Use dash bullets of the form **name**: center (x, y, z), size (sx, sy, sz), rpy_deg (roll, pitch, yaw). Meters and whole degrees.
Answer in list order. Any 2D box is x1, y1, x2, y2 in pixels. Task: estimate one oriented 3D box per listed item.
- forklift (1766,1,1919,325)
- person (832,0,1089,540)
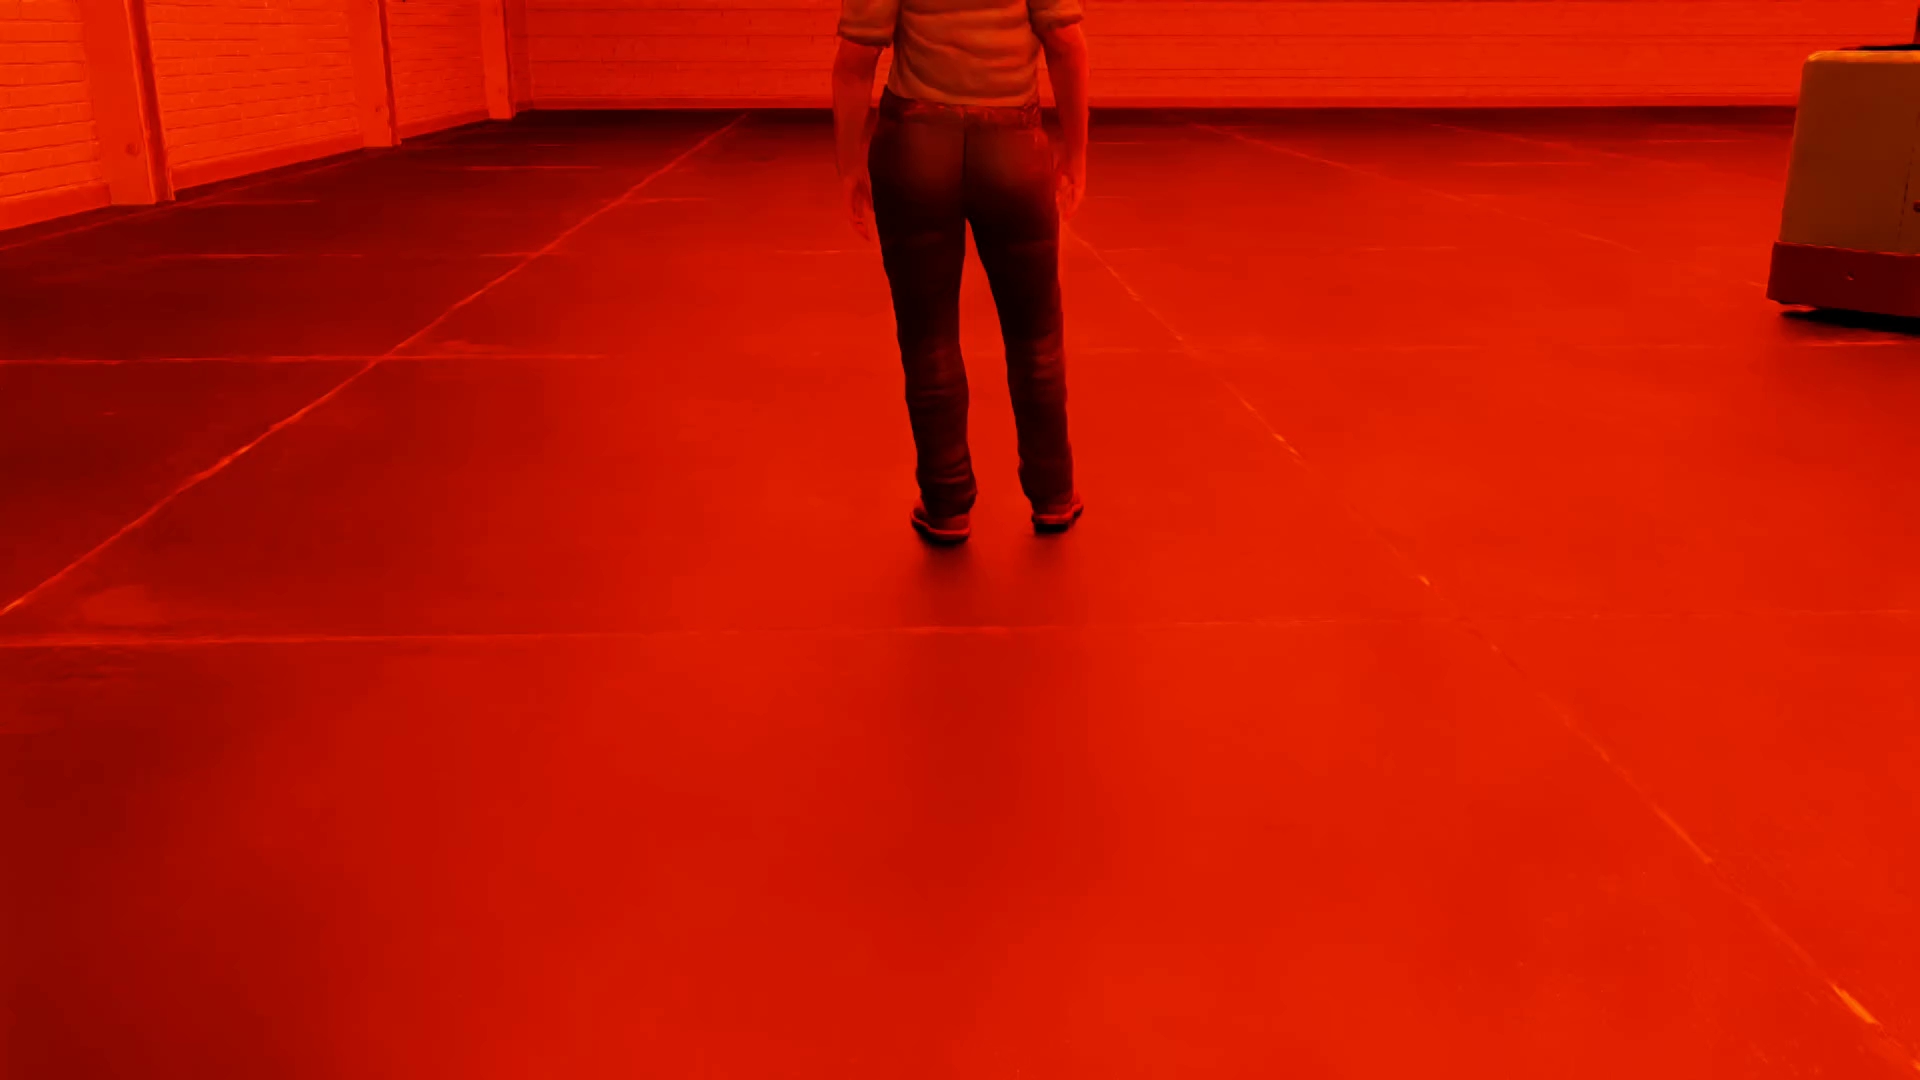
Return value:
- **forklift**: center (4.869, -2.498, 7.073), size (3.031, 2.935, 1.130), rpy_deg (-13, 21, -36)
- **person**: center (0.018, -0.821, 3.762), size (0.599, 1.650, 0.502), rpy_deg (-1, 17, -3)
